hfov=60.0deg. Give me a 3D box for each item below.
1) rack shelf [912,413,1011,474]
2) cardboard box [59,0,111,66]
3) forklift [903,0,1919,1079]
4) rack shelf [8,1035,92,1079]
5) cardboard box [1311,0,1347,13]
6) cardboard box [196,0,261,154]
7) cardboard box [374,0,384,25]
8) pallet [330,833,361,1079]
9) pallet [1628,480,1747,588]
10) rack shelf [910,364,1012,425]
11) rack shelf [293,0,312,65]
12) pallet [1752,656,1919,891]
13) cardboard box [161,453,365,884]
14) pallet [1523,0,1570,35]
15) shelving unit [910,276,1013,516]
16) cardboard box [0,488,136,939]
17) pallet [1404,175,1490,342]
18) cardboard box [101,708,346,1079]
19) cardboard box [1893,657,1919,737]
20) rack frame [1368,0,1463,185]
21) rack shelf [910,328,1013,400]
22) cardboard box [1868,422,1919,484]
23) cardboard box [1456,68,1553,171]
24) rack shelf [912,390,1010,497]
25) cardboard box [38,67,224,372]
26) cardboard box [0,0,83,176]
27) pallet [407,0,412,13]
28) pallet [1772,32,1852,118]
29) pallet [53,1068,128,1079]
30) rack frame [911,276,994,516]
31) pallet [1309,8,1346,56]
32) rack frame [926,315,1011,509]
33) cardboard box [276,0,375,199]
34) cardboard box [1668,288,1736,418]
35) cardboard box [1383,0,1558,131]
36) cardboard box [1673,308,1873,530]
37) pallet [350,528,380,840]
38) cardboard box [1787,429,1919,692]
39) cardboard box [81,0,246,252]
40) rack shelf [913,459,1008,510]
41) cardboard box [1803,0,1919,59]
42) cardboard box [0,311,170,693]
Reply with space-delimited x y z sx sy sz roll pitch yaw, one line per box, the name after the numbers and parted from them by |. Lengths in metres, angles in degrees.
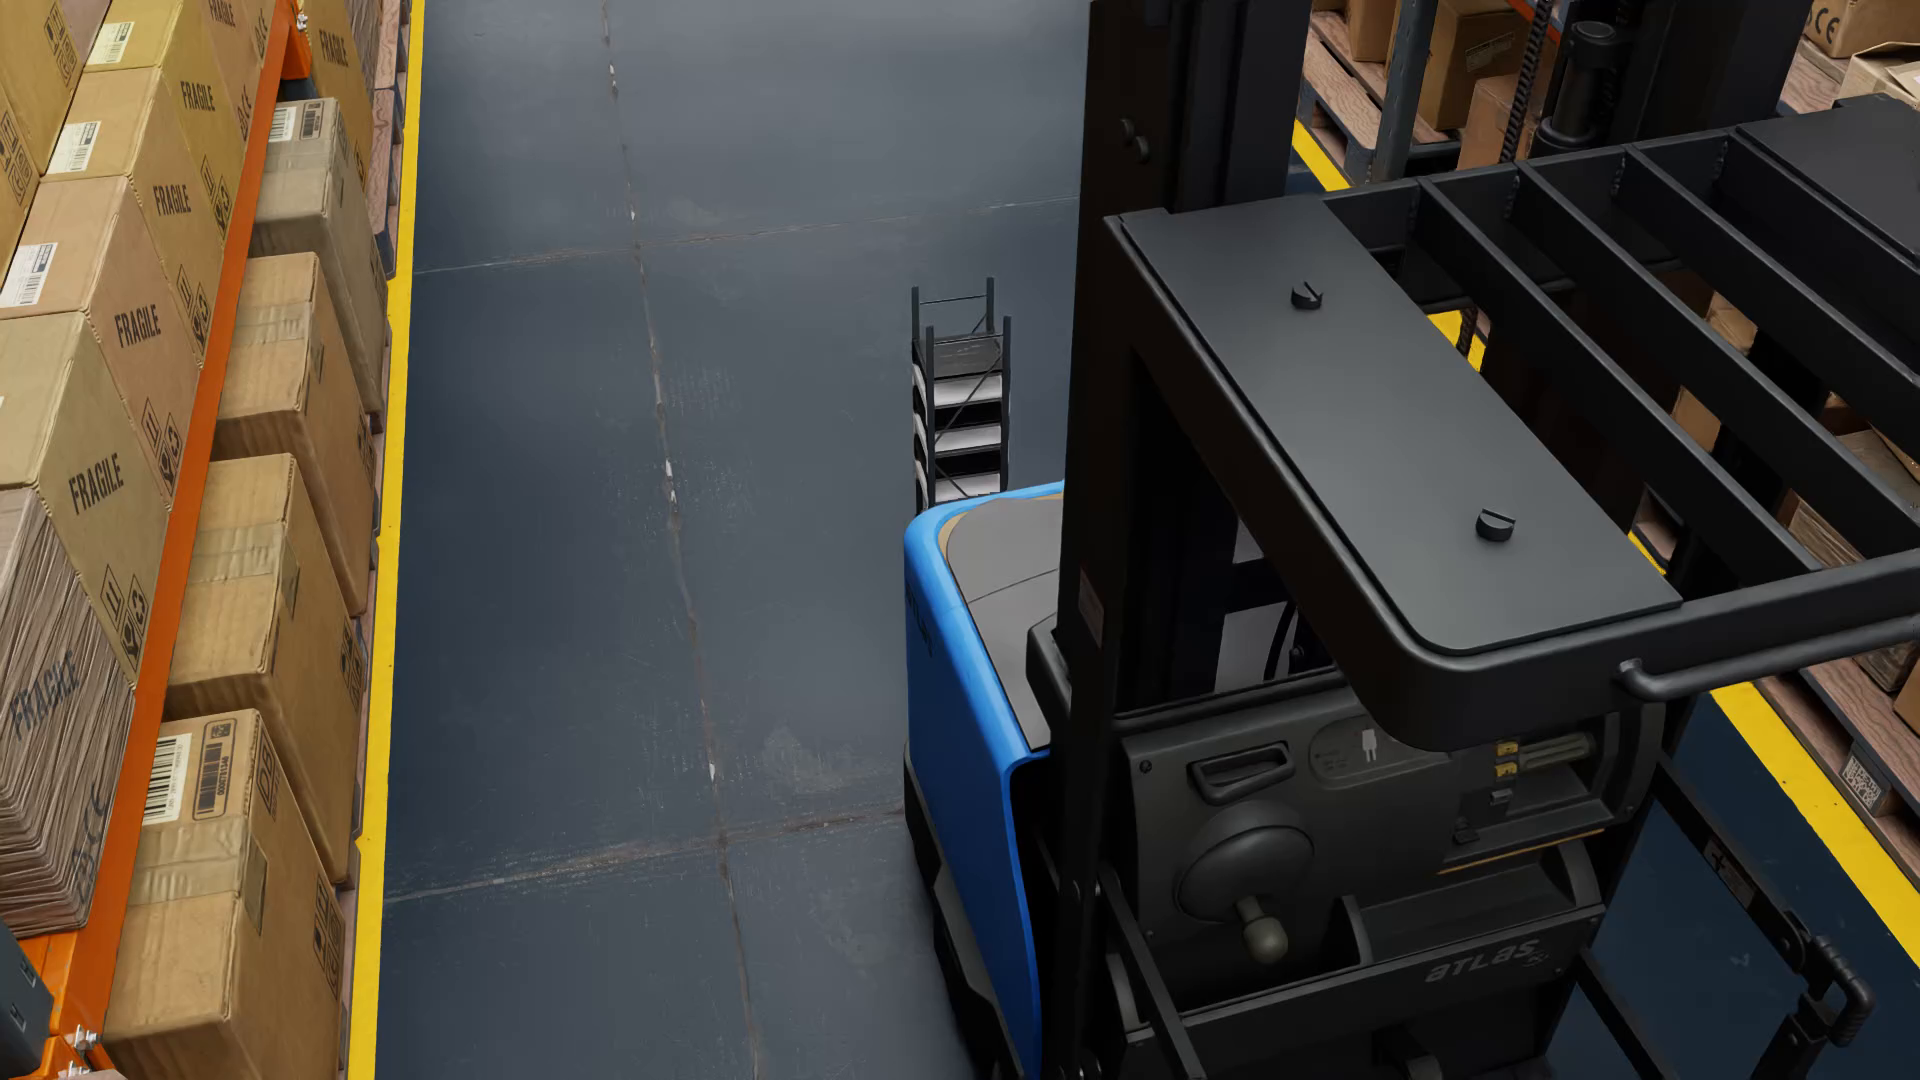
0.002 -0.306 4.967 0.258 0.077 0.200 -8 42 -9 | rack shelf
-2.356 -1.359 3.693 0.700 0.500 0.500 -8 42 -9 | cardboard box
4.139 -0.134 3.193 8.118 2.935 3.193 -11 43 -12 | forklift
-1.396 2.229 1.022 1.077 0.370 4.000 -8 42 -9 | rack shelf
1.785 -2.823 7.738 0.500 0.500 0.500 -12 43 -13 | cardboard box
-2.208 -1.340 4.424 0.500 0.500 0.500 -9 42 -10 | cardboard box
-3.151 -2.885 7.524 0.875 0.875 0.875 -9 42 -10 | cardboard box
-1.924 1.184 3.757 1.003 0.211 1.213 -8 42 -9 | pallet
2.611 -0.235 5.356 1.003 0.211 1.213 -8 42 -9 | pallet
0.002 -0.441 4.848 0.258 0.077 0.200 -8 42 -9 | rack shelf
-3.122 -2.957 6.864 1.077 0.370 4.000 -8 42 -9 | rack shelf
10.684 1.291 3.636 15.783 0.211 6.755 -8 42 -9 | pallet
-2.063 0.374 3.948 1.050 0.750 0.750 -8 42 -9 | cardboard box
2.197 -1.987 5.373 1.003 0.211 1.213 -8 42 -9 | pallet
-6.490 -2.152 5.269 12.311 3.194 5.845 -8 42 -9 | shelving unit
-1.661 0.296 2.582 0.500 0.500 0.500 -8 42 -9 | cardboard box
2.344 -1.028 6.249 1.003 0.211 1.213 -8 42 -9 | pallet
-0.293 -1.175 5.324 5.455 1.239 5.693 -9 42 -10 | cardboard box
2.873 0.357 4.140 0.700 0.500 0.500 -10 43 -12 | cardboard box
2.174 -2.575 5.891 1.000 3.000 0.127 -8 42 -9 | rack frame
-6.491 -2.396 5.055 12.311 2.546 5.840 -8 42 -9 | rack shelf
2.739 -0.265 4.275 0.500 0.250 0.500 -4 42 -4 | cardboard box
2.286 -1.403 6.123 0.700 0.500 0.500 -11 43 -13 | cardboard box
0.002 -0.304 4.969 0.258 0.252 0.200 -8 42 -9 | rack shelf
-1.987 -0.683 3.685 0.500 0.500 0.500 -9 42 -10 | cardboard box
-2.248 -1.032 3.324 0.700 0.500 0.500 -9 42 -10 | cardboard box
-3.305 -2.972 8.440 1.003 0.211 1.213 -8 42 -9 | pallet
2.570 -1.188 4.473 1.003 0.211 1.213 -8 42 -9 | pallet
-1.569 1.182 1.804 1.213 0.211 1.003 -8 42 -9 | pallet
-0.020 -0.397 5.020 0.240 0.900 0.006 -8 42 -9 | rack frame
1.728 -2.755 8.194 1.003 0.211 1.213 -8 42 -9 | pallet
0.024 -0.265 4.871 0.240 0.900 0.006 -8 42 -9 | rack frame
-2.758 -1.710 6.201 0.875 0.875 0.875 -8 42 -9 | cardboard box
2.491 -0.729 5.363 0.700 0.500 0.500 -12 43 -13 | cardboard box
2.127 -2.062 6.880 0.500 0.500 0.500 -10 42 -11 | cardboard box
2.612 -0.367 4.956 0.700 0.500 0.500 -5 42 -6 | cardboard box
-2.184 0.395 4.646 1.003 0.211 1.213 -8 42 -9 | pallet
2.741 -0.001 4.543 0.700 0.500 0.500 -12 43 -13 | cardboard box
-2.099 -1.012 4.055 0.500 0.500 0.500 -8 42 -9 | cardboard box
0.002 -0.172 5.087 0.258 0.077 0.200 -8 42 -9 | rack shelf
2.639 -1.660 4.466 0.797 0.503 0.637 -4 42 -5 | cardboard box
-1.773 -0.033 2.952 0.500 0.500 0.500 -9 42 -10 | cardboard box
